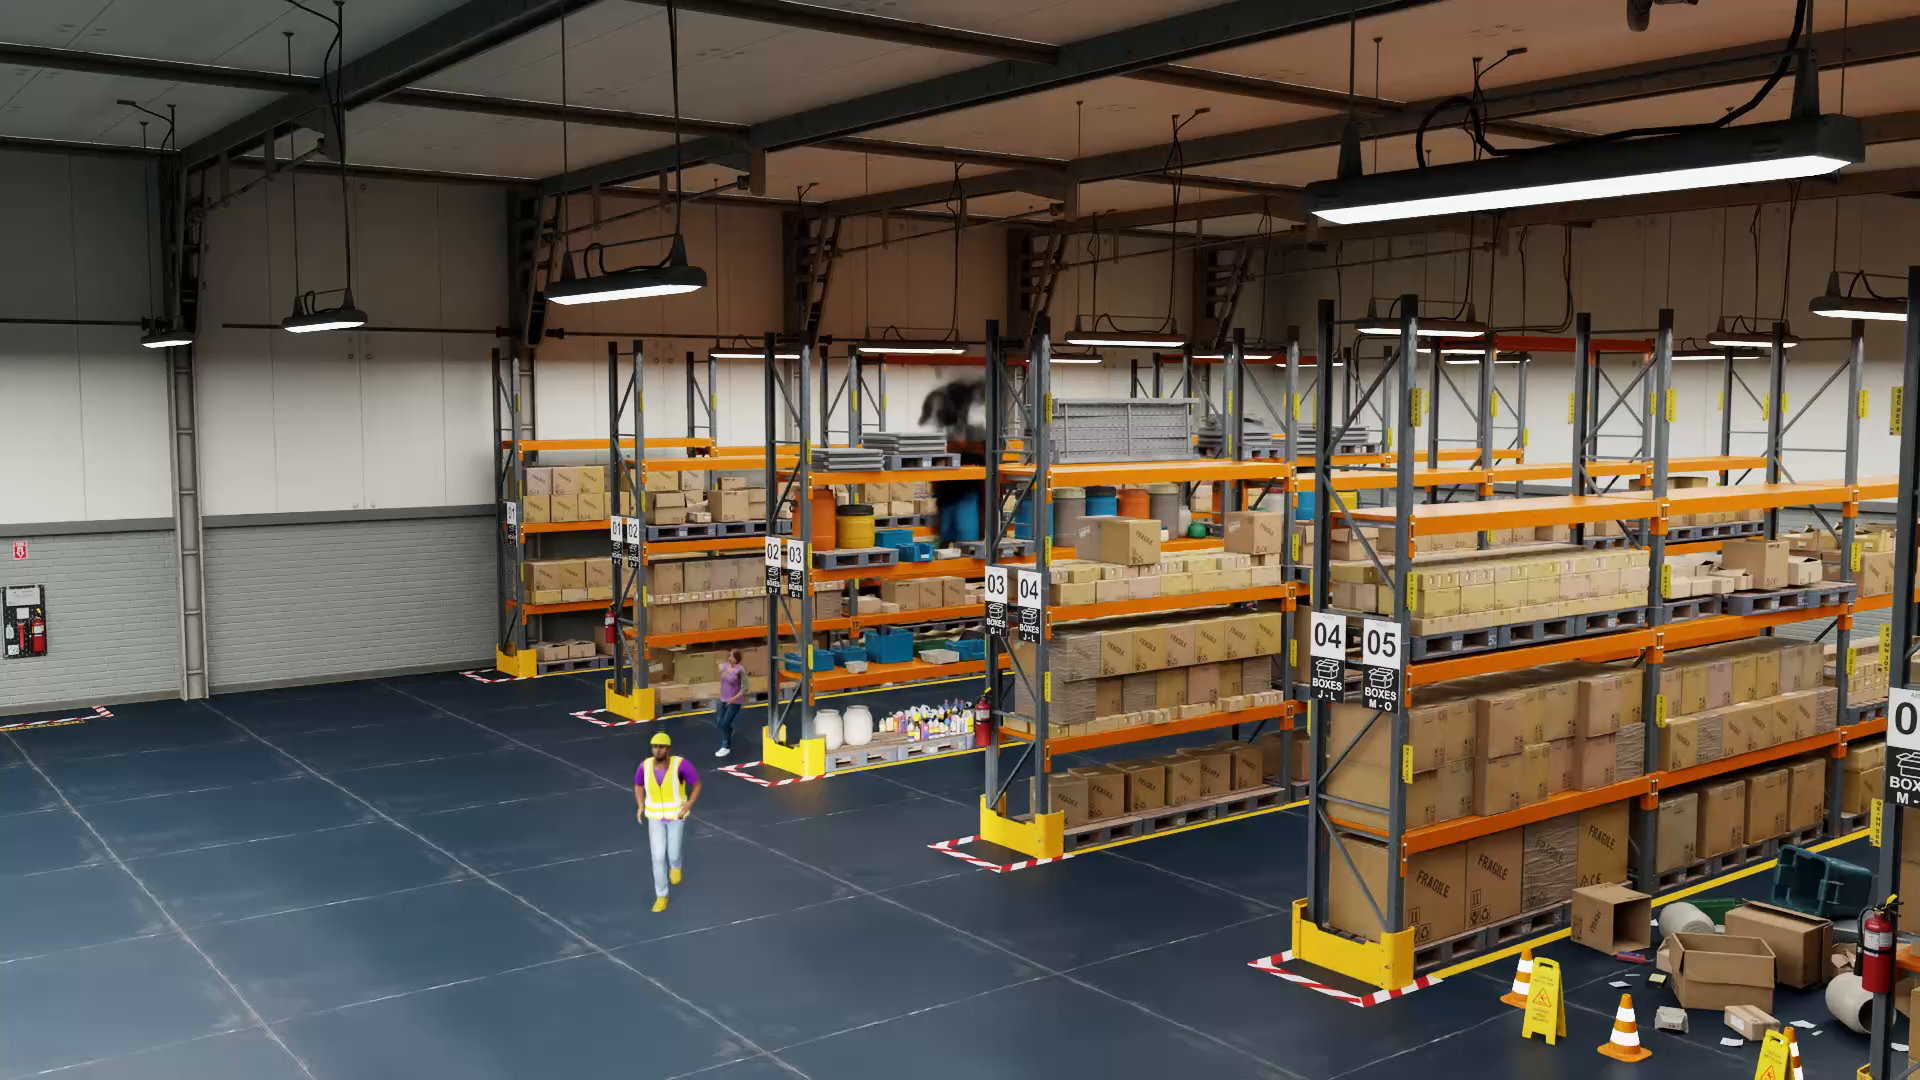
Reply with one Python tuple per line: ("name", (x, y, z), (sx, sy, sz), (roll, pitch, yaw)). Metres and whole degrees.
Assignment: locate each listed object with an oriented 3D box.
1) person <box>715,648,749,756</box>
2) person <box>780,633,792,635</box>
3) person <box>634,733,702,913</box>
("person", (-3.247, 2.312, 23.781), (0.571, 1.553, 0.519), (3, 6, 28))
("person", (-3.121, 1.684, 30.331), (0.493, 1.700, 0.799), (5, 7, 42))
("person", (-2.970, 2.807, 16.914), (0.694, 1.772, 0.810), (0, 5, 0))
